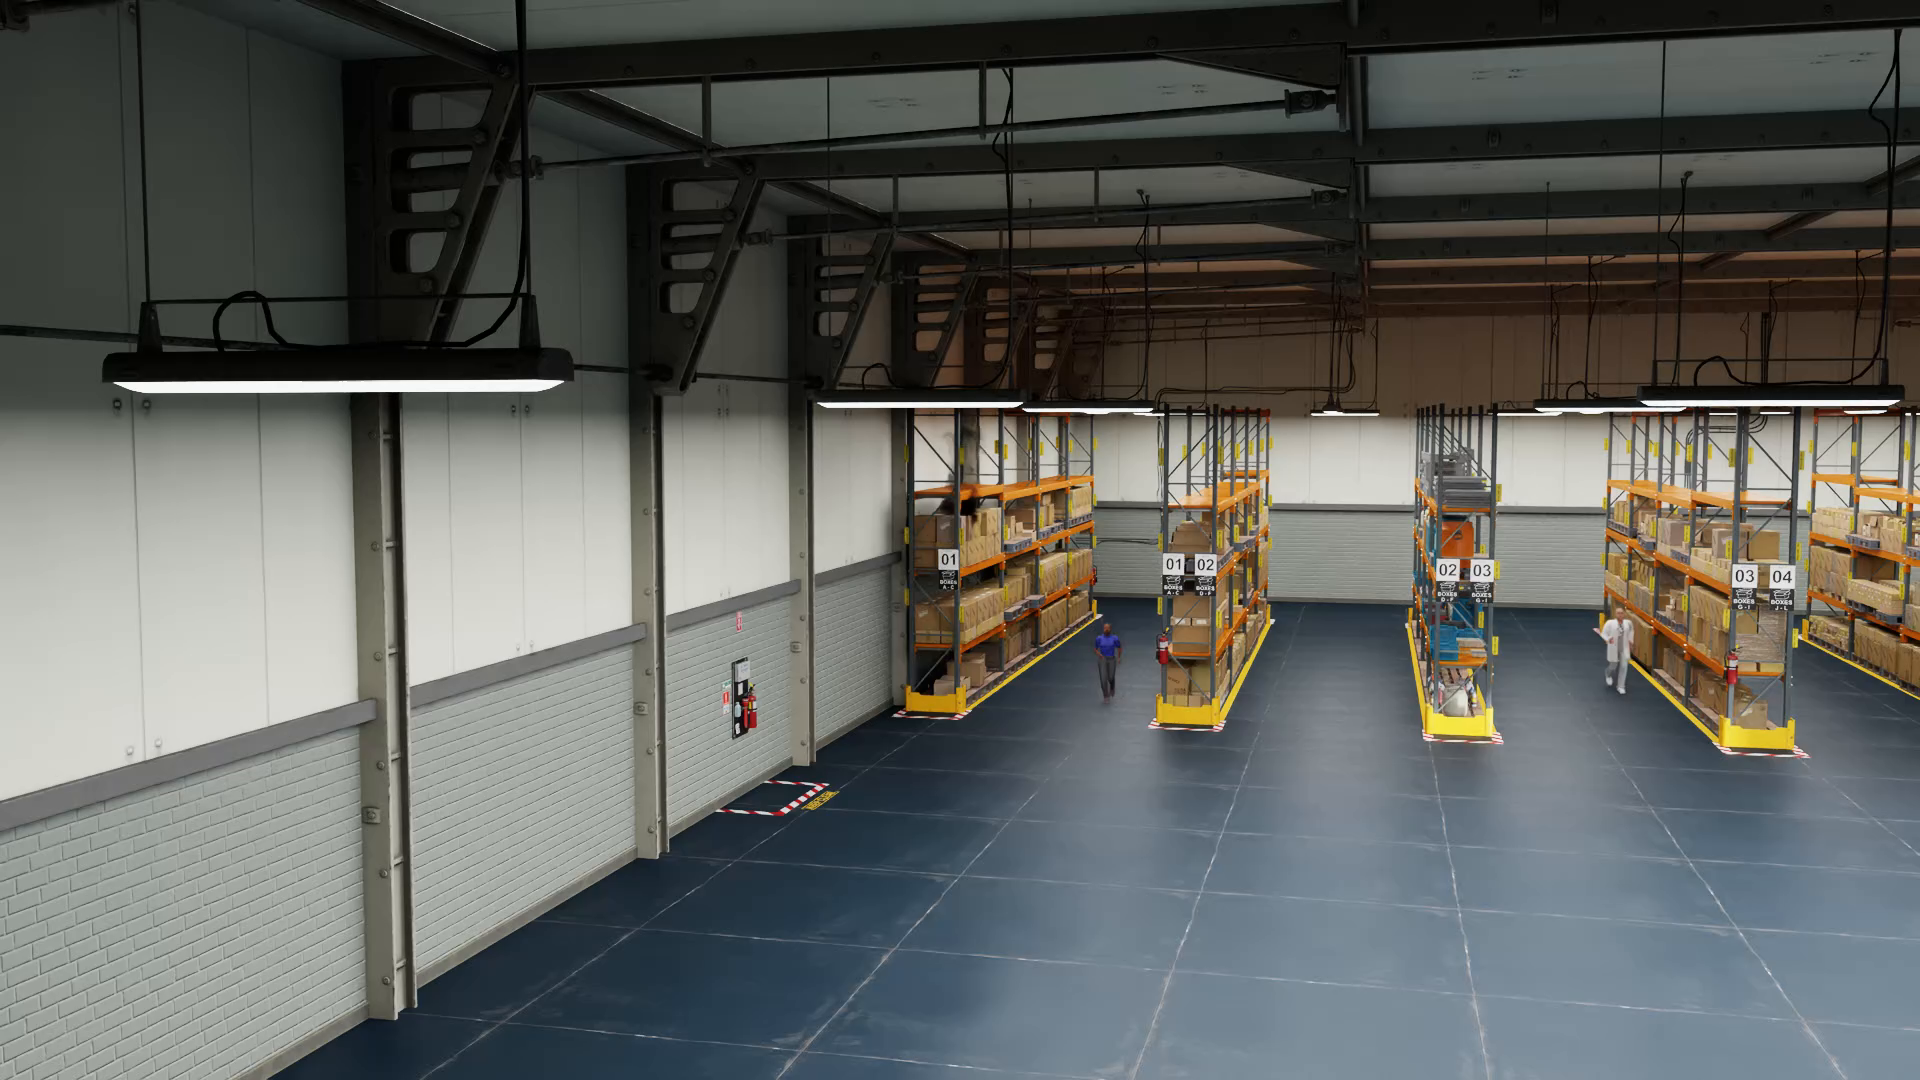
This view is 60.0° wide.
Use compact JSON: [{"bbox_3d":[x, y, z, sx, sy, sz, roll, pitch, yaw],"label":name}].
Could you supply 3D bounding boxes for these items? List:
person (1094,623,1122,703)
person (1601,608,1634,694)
[{"bbox_3d":[2.975,2.481,33.527,0.570,1.617,0.515,1,4,7],"label":"person"},{"bbox_3d":[13.816,2.297,34.931,0.695,1.763,0.991,1,4,8],"label":"person"}]
